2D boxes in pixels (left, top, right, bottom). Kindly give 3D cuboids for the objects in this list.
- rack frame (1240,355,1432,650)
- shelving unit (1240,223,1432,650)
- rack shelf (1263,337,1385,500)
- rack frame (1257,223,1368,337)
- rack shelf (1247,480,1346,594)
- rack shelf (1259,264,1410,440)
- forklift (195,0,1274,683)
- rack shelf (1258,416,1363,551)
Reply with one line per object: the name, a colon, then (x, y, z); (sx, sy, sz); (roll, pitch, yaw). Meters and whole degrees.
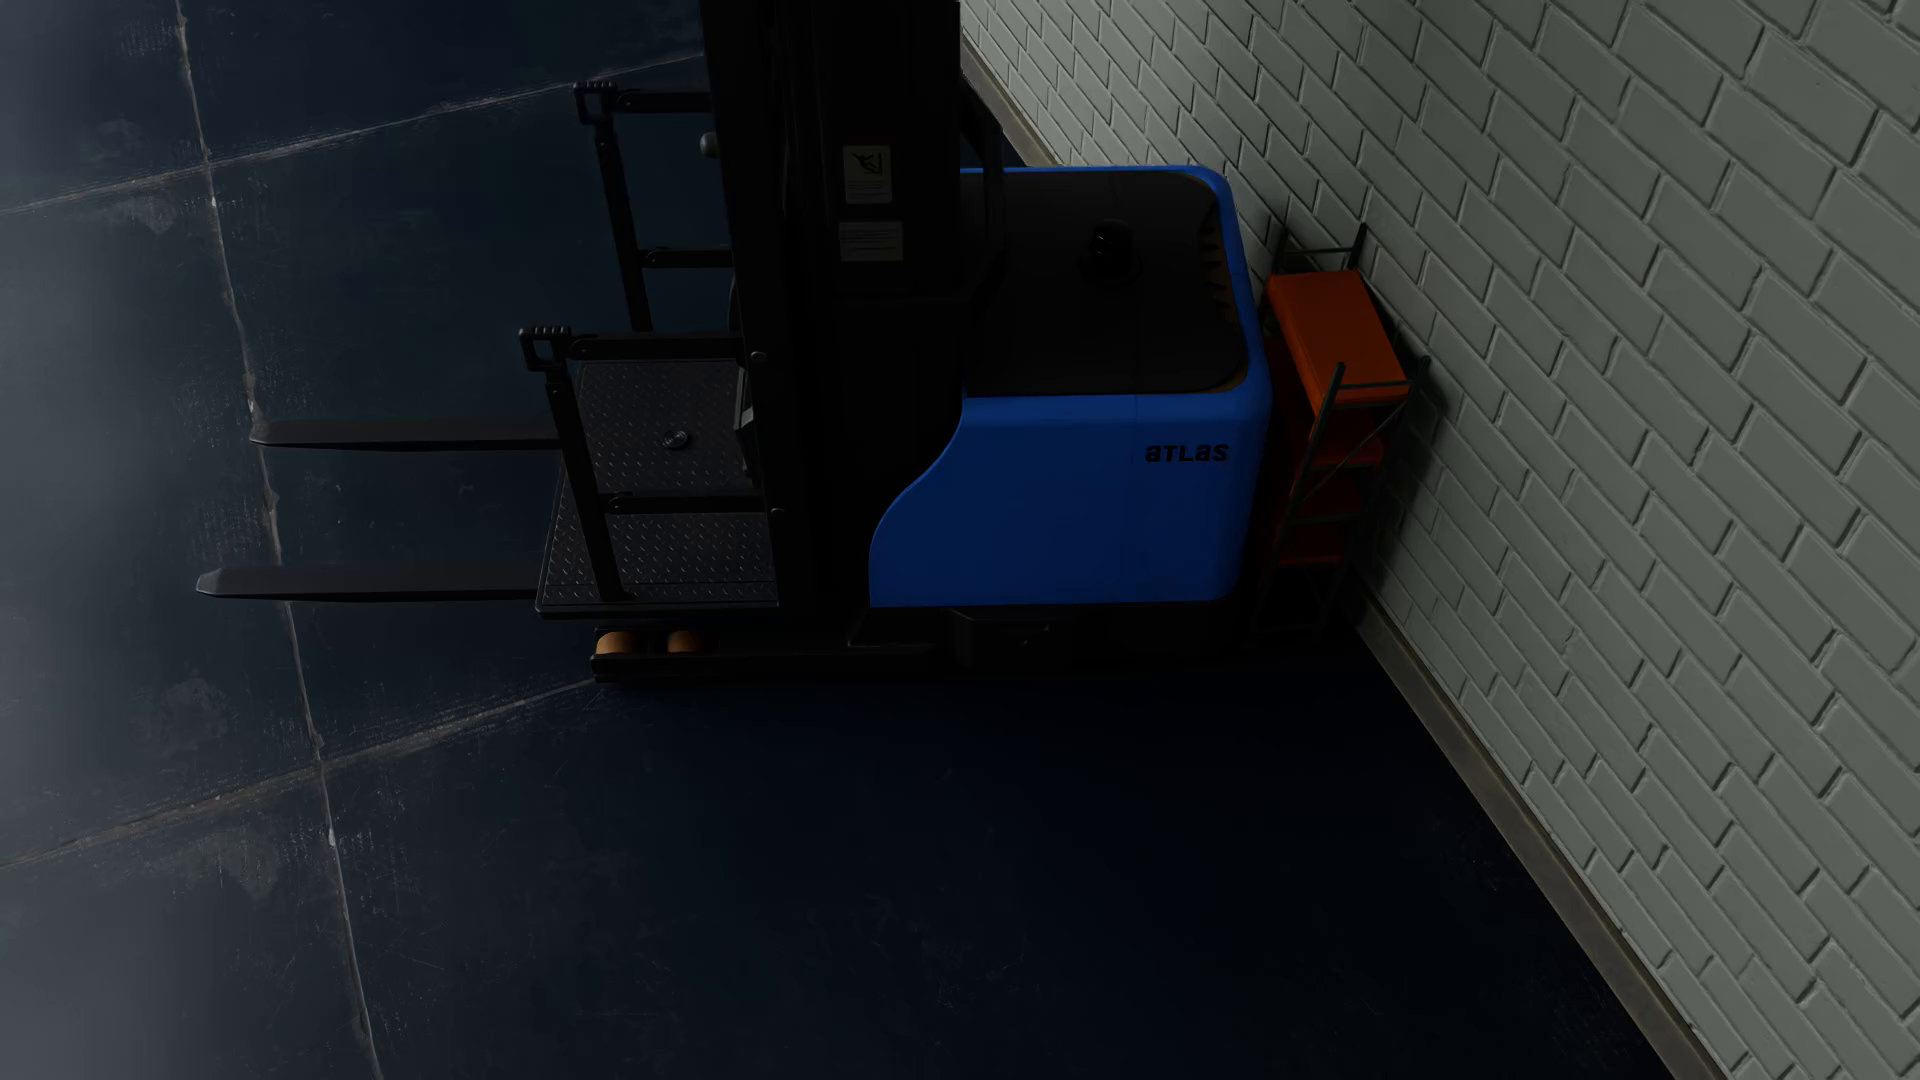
rack frame: (0.992, -0.062, 4.505); (0.240, 1.200, 0.015); (-5, 52, -9)
shelving unit: (0.953, -0.252, 4.653); (0.258, 1.200, 0.503); (-5, 52, -9)
rack shelf: (0.963, -0.350, 4.531); (0.258, 0.148, 0.480); (-5, 52, -9)
rack frame: (0.913, -0.442, 4.801); (0.240, 1.200, 0.015); (-5, 52, -9)
rack shelf: (0.935, -0.087, 4.861); (0.258, 0.148, 0.480); (-5, 52, -9)
rack shelf: (0.978, -0.496, 4.346); (0.258, 0.148, 0.480); (-5, 52, -9)
forklift: (-0.717, -0.942, 4.127); (3.031, 2.935, 1.130); (-1, 49, -1)
rack shelf: (0.948, -0.211, 4.705); (0.258, 0.148, 0.480); (-5, 52, -9)
